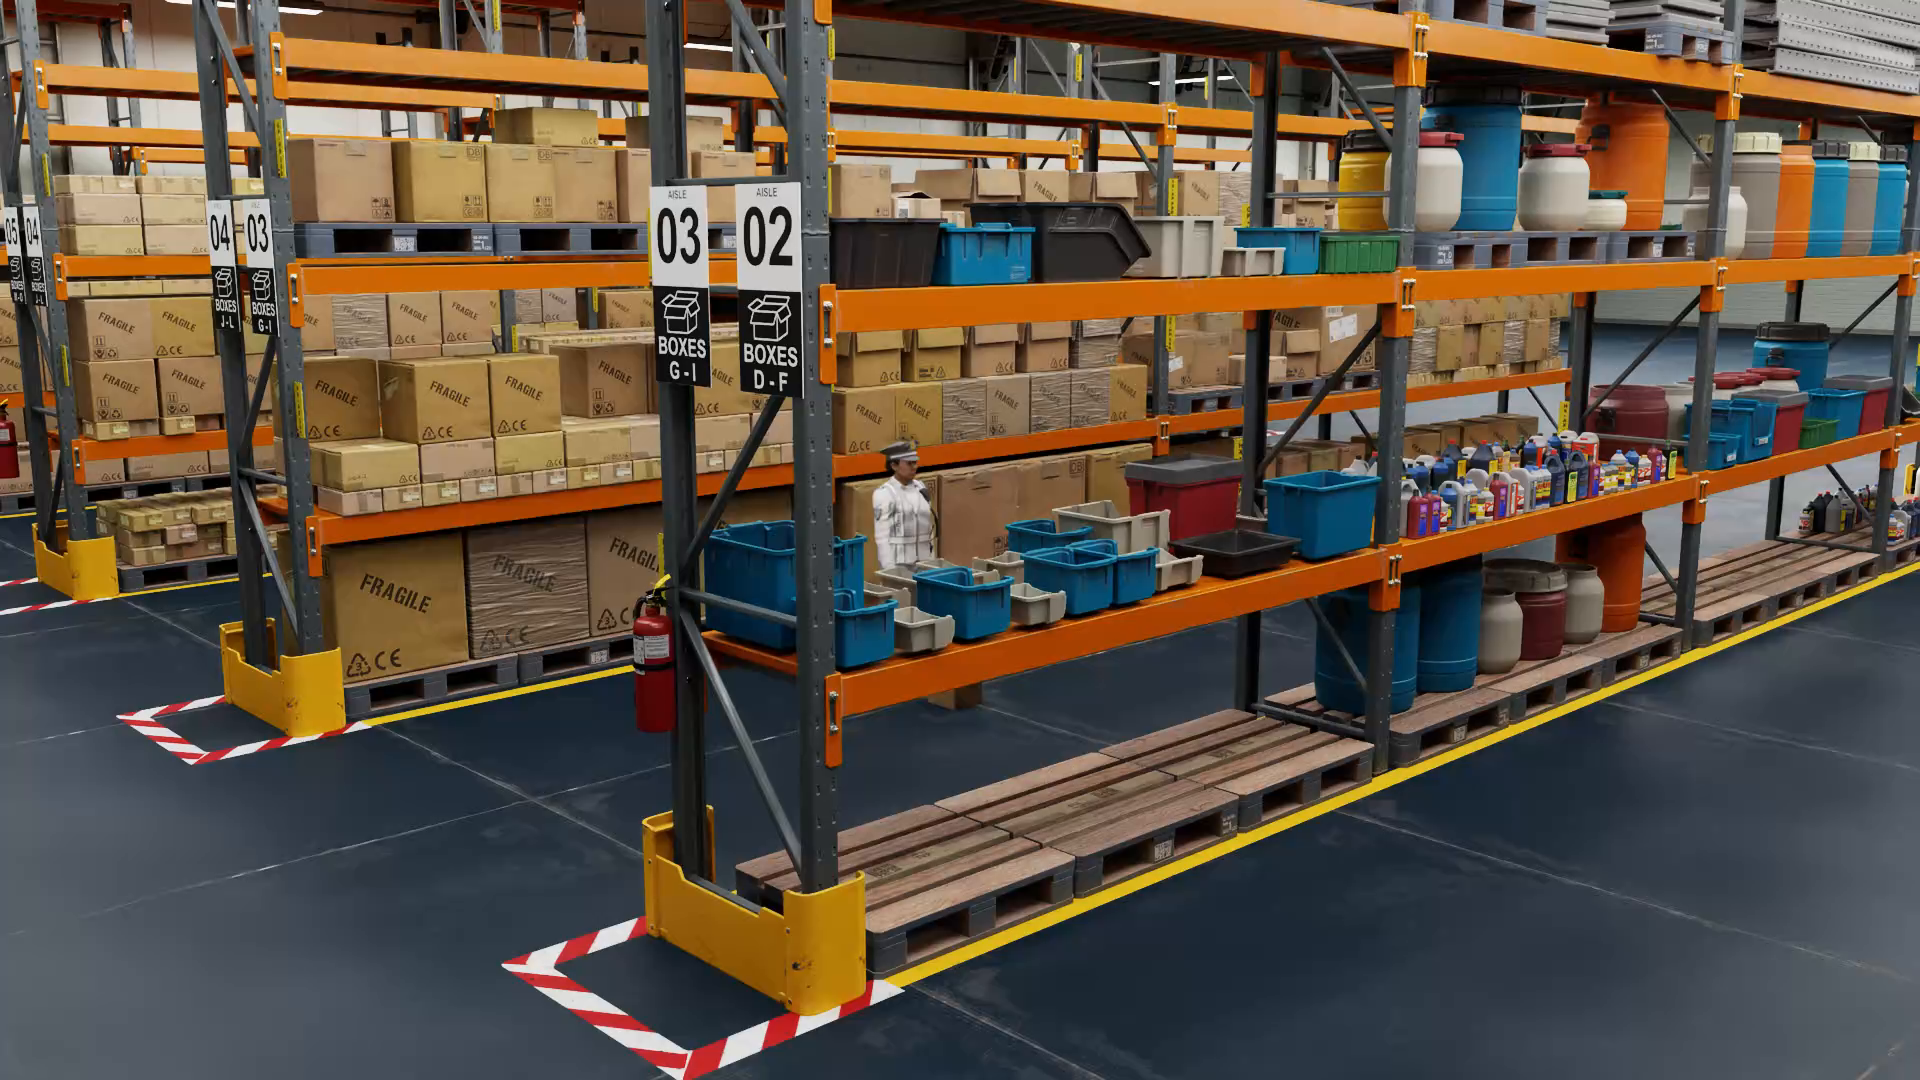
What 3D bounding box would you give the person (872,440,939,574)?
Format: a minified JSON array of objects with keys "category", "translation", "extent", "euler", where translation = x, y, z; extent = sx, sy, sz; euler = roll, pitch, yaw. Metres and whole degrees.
[{"category":"person","translation":[-0.349,0.194,10.988],"extent":[0.470,1.728,0.361],"euler":[-10,14,-41]}]
